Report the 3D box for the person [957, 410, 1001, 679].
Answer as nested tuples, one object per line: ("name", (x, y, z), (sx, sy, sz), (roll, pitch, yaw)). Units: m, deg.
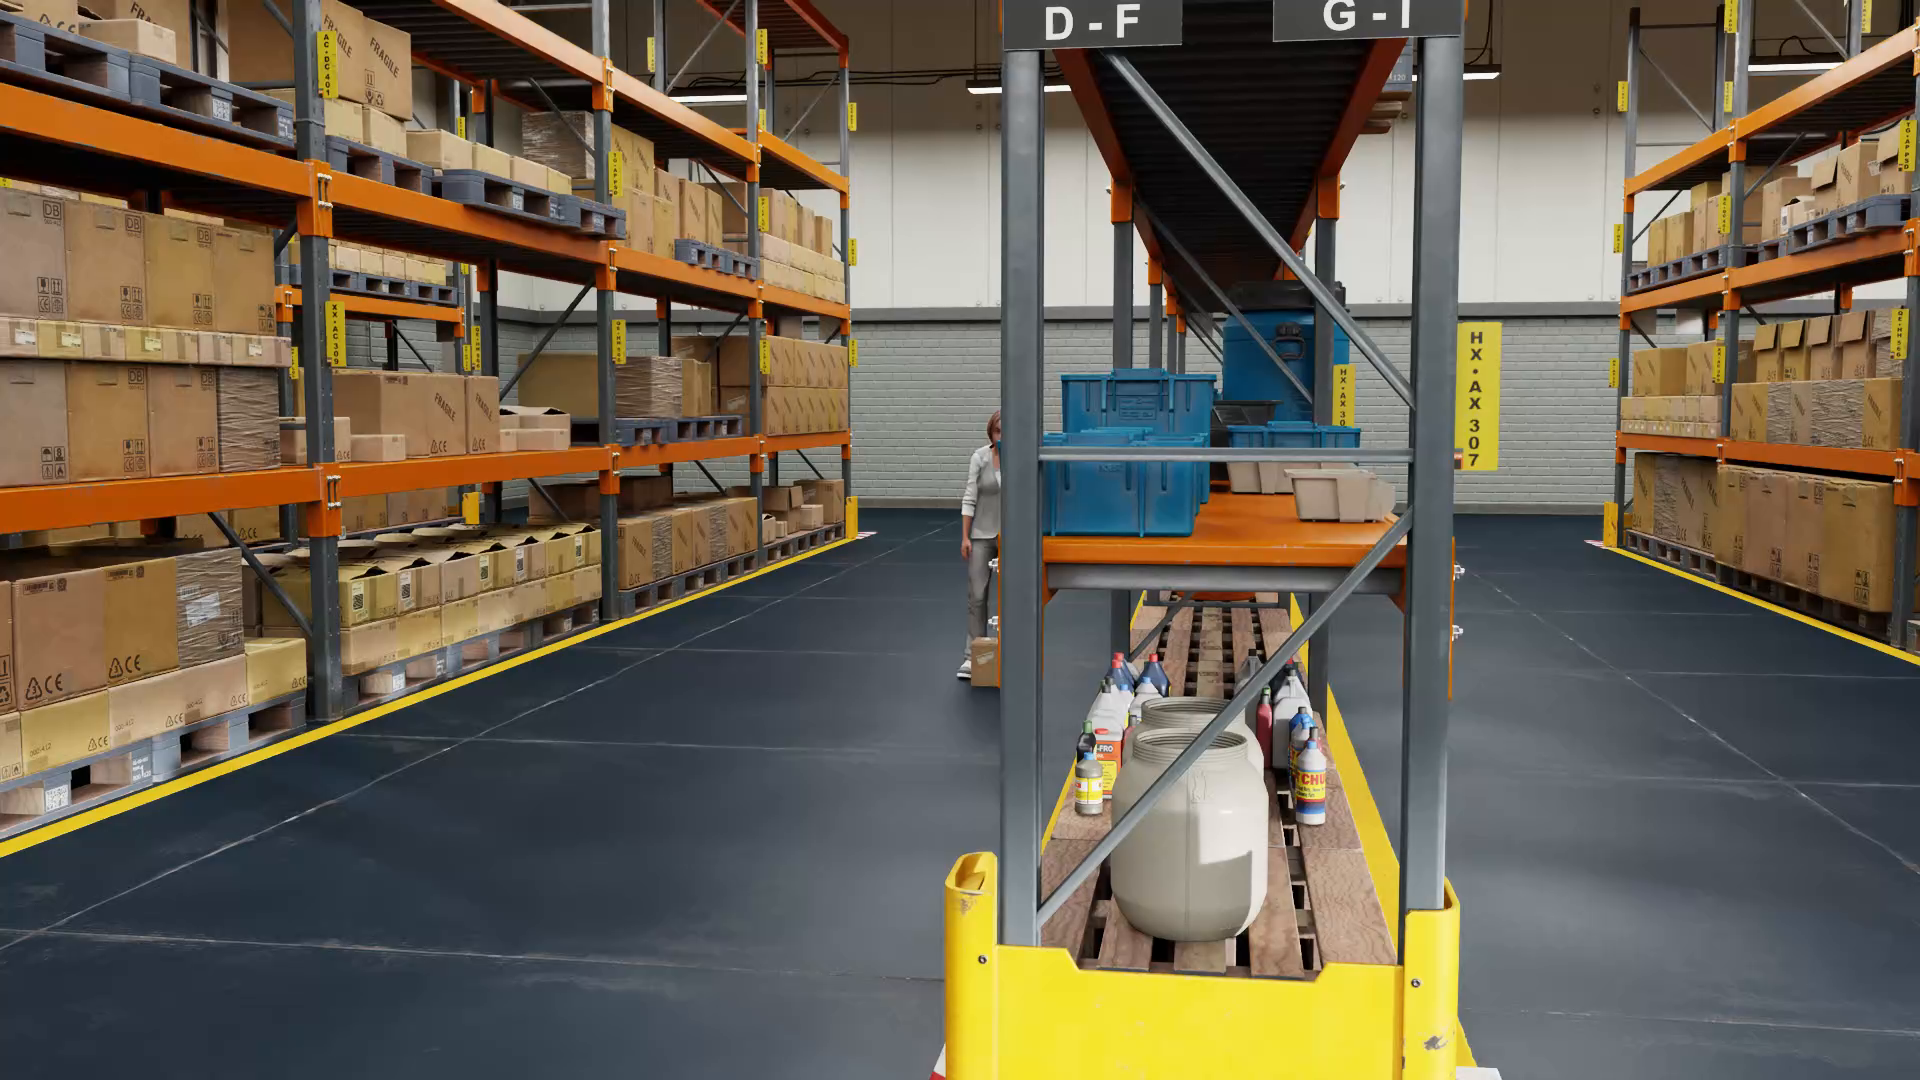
("person", (0.231, 0.022, 9.866), (0.480, 1.592, 0.349), (0, 5, 5))
